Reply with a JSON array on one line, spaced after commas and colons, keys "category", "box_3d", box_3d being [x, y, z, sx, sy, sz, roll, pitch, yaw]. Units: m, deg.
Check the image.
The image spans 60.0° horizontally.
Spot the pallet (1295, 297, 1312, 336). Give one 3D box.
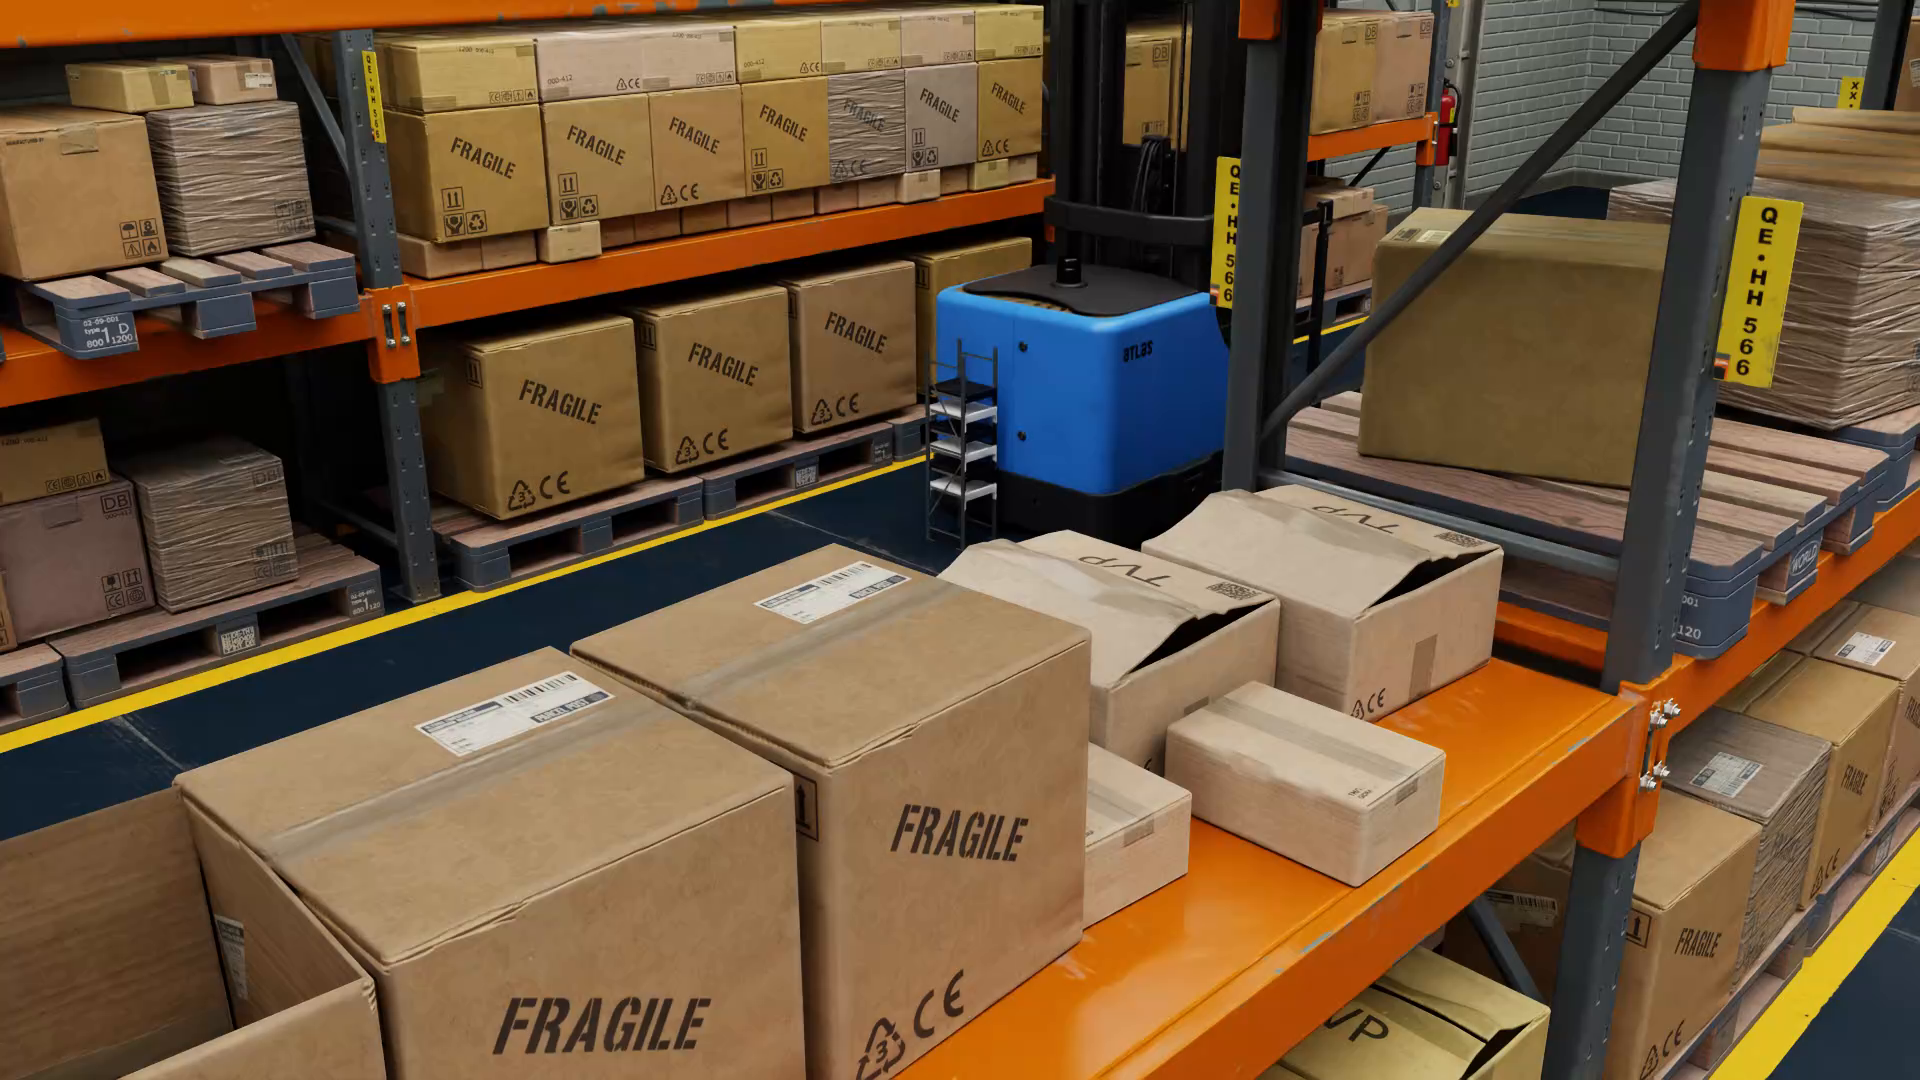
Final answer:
[{"category": "pallet", "box_3d": [1.665, -1.484, 11.142, 1.003, 0.211, 1.213, 19, 28, 41]}]

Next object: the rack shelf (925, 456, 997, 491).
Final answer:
[{"category": "rack shelf", "box_3d": [0.006, -0.307, 7.463, 0.258, 0.077, 0.200, 19, 28, 41]}]

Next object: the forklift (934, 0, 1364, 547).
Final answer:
[{"category": "forklift", "box_3d": [1.226, -1.785, 8.134, 1.130, 2.935, 3.031, 17, 27, 38]}]

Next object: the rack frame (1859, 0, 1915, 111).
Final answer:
[{"category": "rack frame", "box_3d": [3.779, -1.056, 6.141, 1.000, 3.000, 0.127, 19, 28, 41]}]

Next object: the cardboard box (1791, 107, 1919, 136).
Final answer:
[{"category": "cardboard box", "box_3d": [3.289, -1.233, 5.877, 0.700, 0.500, 0.500, 9, 23, 23]}]

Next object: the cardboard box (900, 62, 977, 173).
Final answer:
[{"category": "cardboard box", "box_3d": [-0.263, -2.174, 8.469, 0.500, 0.500, 0.500, 20, 28, 41]}]

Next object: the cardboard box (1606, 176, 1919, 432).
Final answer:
[{"category": "cardboard box", "box_3d": [2.122, -0.648, 4.355, 0.500, 0.500, 0.700, -14, 25, -32]}]

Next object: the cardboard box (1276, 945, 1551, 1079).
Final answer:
[{"category": "cardboard box", "box_3d": [0.800, 0.994, 3.273, 0.500, 0.311, 0.500, -19, 28, -41]}]

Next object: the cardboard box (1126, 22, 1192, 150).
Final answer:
[{"category": "cardboard box", "box_3d": [1.131, -2.757, 10.147, 0.980, 0.700, 0.700, 18, 28, 39]}]

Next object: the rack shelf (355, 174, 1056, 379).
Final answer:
[{"category": "rack shelf", "box_3d": [-1.168, -1.445, 8.156, 1.077, 0.370, 4.000, 19, 28, 41]}]

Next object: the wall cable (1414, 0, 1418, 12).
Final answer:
[{"category": "wall cable", "box_3d": [3.233, -4.363, 13.329, 0.084, 1.984, 1.851, 19, 28, 41]}]

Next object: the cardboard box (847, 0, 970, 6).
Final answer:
[{"category": "cardboard box", "box_3d": [-0.280, -2.787, 9.017, 0.500, 0.250, 0.500, -19, 28, -40]}]

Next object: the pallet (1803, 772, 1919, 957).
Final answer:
[{"category": "pallet", "box_3d": [2.388, 0.779, 5.253, 1.003, 0.211, 1.213, 19, 28, 41]}]

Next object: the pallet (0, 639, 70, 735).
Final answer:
[{"category": "pallet", "box_3d": [-3.960, 0.548, 5.856, 1.003, 0.211, 1.213, 19, 28, 41]}]

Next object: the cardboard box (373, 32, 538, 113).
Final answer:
[{"category": "cardboard box", "box_3d": [-2.041, -1.871, 6.635, 0.500, 0.250, 0.500, -19, 28, -41]}]

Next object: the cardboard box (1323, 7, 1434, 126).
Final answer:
[{"category": "cardboard box", "box_3d": [2.669, -3.330, 11.638, 0.700, 0.700, 0.980, -19, 28, -40]}]

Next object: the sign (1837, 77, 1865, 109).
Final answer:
[{"category": "sign", "box_3d": [3.385, -1.594, 6.334, 0.100, 0.325, 0.005, 19, 28, 41]}]

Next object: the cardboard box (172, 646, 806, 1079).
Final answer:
[{"category": "cardboard box", "box_3d": [-0.537, 0.496, 1.963, 0.500, 0.500, 0.500, 19, 28, 41]}]

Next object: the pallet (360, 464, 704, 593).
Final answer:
[{"category": "pallet", "box_3d": [-1.959, -0.149, 7.668, 1.003, 0.211, 1.213, 19, 28, 41]}]

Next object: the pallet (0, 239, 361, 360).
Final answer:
[{"category": "pallet", "box_3d": [-2.984, -0.967, 6.178, 1.213, 0.211, 1.003, 19, 28, 41]}]

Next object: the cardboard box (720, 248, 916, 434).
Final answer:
[{"category": "cardboard box", "box_3d": [-0.751, -1.059, 8.559, 0.750, 0.750, 0.750, -19, 28, -40]}]

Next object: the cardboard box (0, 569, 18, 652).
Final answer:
[{"category": "cardboard box", "box_3d": [-3.797, 0.131, 5.924, 0.700, 0.500, 0.500, 19, 28, 40]}]

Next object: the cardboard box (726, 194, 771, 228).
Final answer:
[{"category": "cardboard box", "box_3d": [-1.105, -1.582, 7.833, 0.380, 0.149, 0.250, 19, 28, 41]}]

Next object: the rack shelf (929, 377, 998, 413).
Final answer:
[{"category": "rack shelf", "box_3d": [0.006, -0.643, 7.334, 0.258, 0.077, 0.200, 19, 28, 41]}]

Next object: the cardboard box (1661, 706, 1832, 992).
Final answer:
[{"category": "cardboard box", "box_3d": [1.872, 0.752, 4.308, 0.500, 0.500, 0.500, 18, 27, 39]}]

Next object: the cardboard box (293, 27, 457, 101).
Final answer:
[{"category": "cardboard box", "box_3d": [-2.432, -1.993, 6.952, 0.500, 0.250, 0.500, -19, 28, -41]}]

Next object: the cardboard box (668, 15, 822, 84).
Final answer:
[{"category": "cardboard box", "box_3d": [-0.989, -2.264, 7.658, 0.500, 0.250, 0.500, 19, 28, 40]}]

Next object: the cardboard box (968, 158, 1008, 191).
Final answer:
[{"category": "cardboard box", "box_3d": [0.035, -1.958, 8.811, 0.250, 0.149, 0.380, -20, 28, -41]}]

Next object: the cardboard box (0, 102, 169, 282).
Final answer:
[{"category": "cardboard box", "box_3d": [-3.254, -1.245, 5.880, 0.700, 0.500, 0.500, 16, 26, 36]}]

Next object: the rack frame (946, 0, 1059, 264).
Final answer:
[{"category": "rack frame", "box_3d": [0.228, -2.295, 9.364, 1.000, 3.000, 0.127, 19, 28, 41]}]

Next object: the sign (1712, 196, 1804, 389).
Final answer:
[{"category": "sign", "box_3d": [1.389, -0.430, 2.899, 0.100, 0.325, 0.005, 19, 28, 41]}]

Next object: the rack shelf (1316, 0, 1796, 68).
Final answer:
[{"category": "rack shelf", "box_3d": [2.384, -1.606, 4.395, 1.077, 0.370, 4.000, 19, 28, 41]}]

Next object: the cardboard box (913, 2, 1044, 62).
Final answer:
[{"category": "cardboard box", "box_3d": [0.085, -2.656, 8.676, 0.500, 0.250, 0.500, -19, 28, -41]}]

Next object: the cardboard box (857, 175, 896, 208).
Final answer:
[{"category": "cardboard box", "box_3d": [-0.538, -1.774, 8.332, 0.380, 0.149, 0.250, 19, 28, 41]}]

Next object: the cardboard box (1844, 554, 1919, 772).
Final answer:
[{"category": "cardboard box", "box_3d": [2.939, 0.358, 5.334, 0.500, 0.500, 0.500, 20, 29, 41]}]

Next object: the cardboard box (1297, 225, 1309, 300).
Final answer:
[{"category": "cardboard box", "box_3d": [1.902, -1.889, 11.208, 0.700, 0.500, 0.500, 18, 27, 39]}]

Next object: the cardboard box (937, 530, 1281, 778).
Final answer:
[{"category": "cardboard box", "box_3d": [0.226, 0.195, 3.010, 0.500, 0.311, 0.500, 19, 28, 40]}]

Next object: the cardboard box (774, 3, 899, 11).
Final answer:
[{"category": "cardboard box", "box_3d": [-0.640, -2.651, 8.663, 0.500, 0.250, 0.500, 20, 28, 41]}]

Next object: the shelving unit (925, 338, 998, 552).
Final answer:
[{"category": "shelving unit", "box_3d": [0.006, -0.422, 7.419, 0.258, 0.900, 0.210, 19, 28, 41]}]

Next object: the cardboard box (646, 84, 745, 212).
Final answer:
[{"category": "cardboard box", "box_3d": [-1.322, -1.782, 7.448, 0.500, 0.500, 0.500, 19, 28, 40]}]

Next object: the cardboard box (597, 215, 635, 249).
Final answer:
[{"category": "cardboard box", "box_3d": [-1.652, -1.391, 7.334, 0.380, 0.149, 0.250, 19, 28, 40]}]

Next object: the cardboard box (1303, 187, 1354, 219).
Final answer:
[{"category": "cardboard box", "box_3d": [2.464, -2.306, 11.387, 0.250, 0.149, 0.380, -19, 28, -41]}]

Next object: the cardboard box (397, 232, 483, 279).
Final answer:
[{"category": "cardboard box", "box_3d": [-2.167, -1.185, 6.800, 0.380, 0.149, 0.250, 19, 28, 40]}]
